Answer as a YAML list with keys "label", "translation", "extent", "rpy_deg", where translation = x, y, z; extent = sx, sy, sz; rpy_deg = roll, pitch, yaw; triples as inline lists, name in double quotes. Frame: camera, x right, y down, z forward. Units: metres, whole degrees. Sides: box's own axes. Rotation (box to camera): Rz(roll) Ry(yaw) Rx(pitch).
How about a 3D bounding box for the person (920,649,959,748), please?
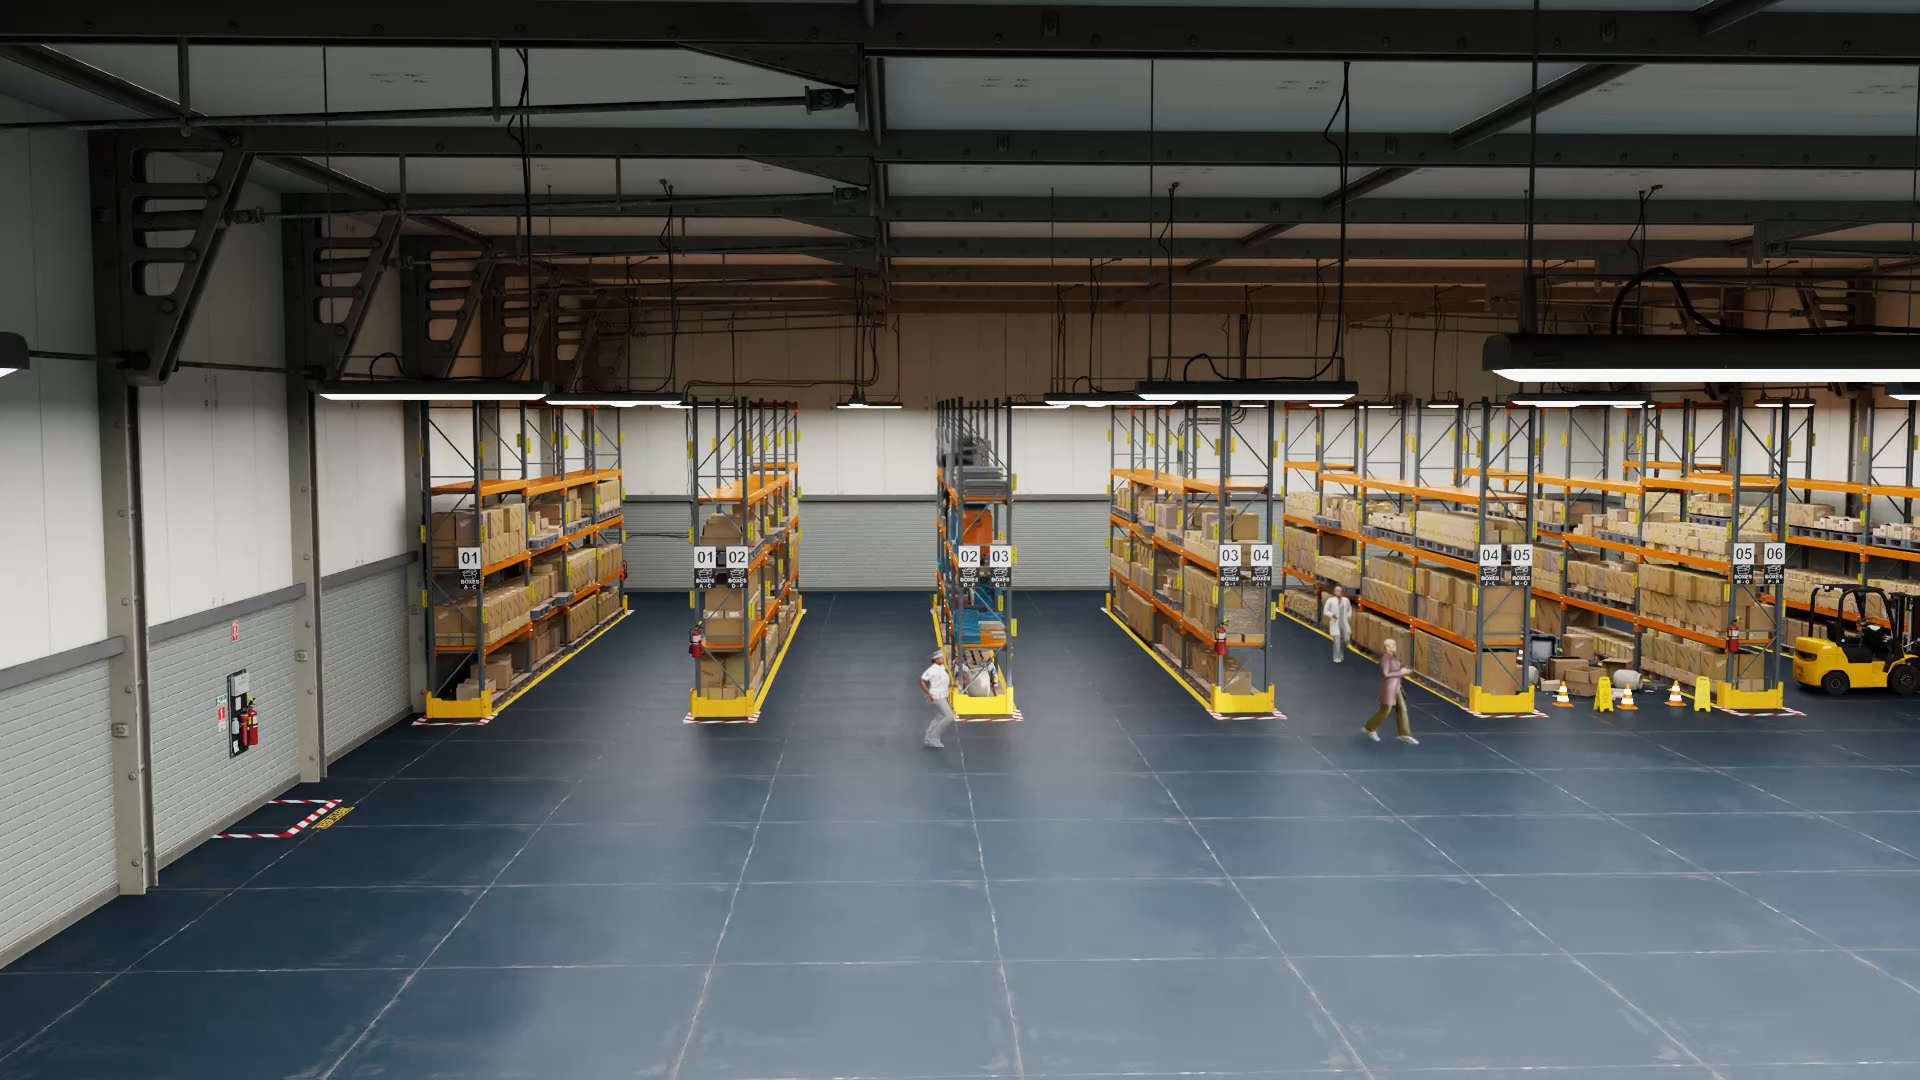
- label: "person"
  translation: [-0.327, 2.695, 28.280]
  extent: [0.660, 1.685, 0.555]
  rpy_deg: [2, 5, 19]

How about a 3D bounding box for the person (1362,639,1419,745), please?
- label: "person"
  translation: [7.398, 2.592, 28.563]
  extent: [0.969, 1.792, 0.698]
  rpy_deg: [3, 5, 34]

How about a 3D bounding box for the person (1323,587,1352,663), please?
- label: "person"
  translation: [8.640, 2.027, 37.815]
  extent: [0.702, 1.537, 0.598]
  rpy_deg: [0, 4, -6]
